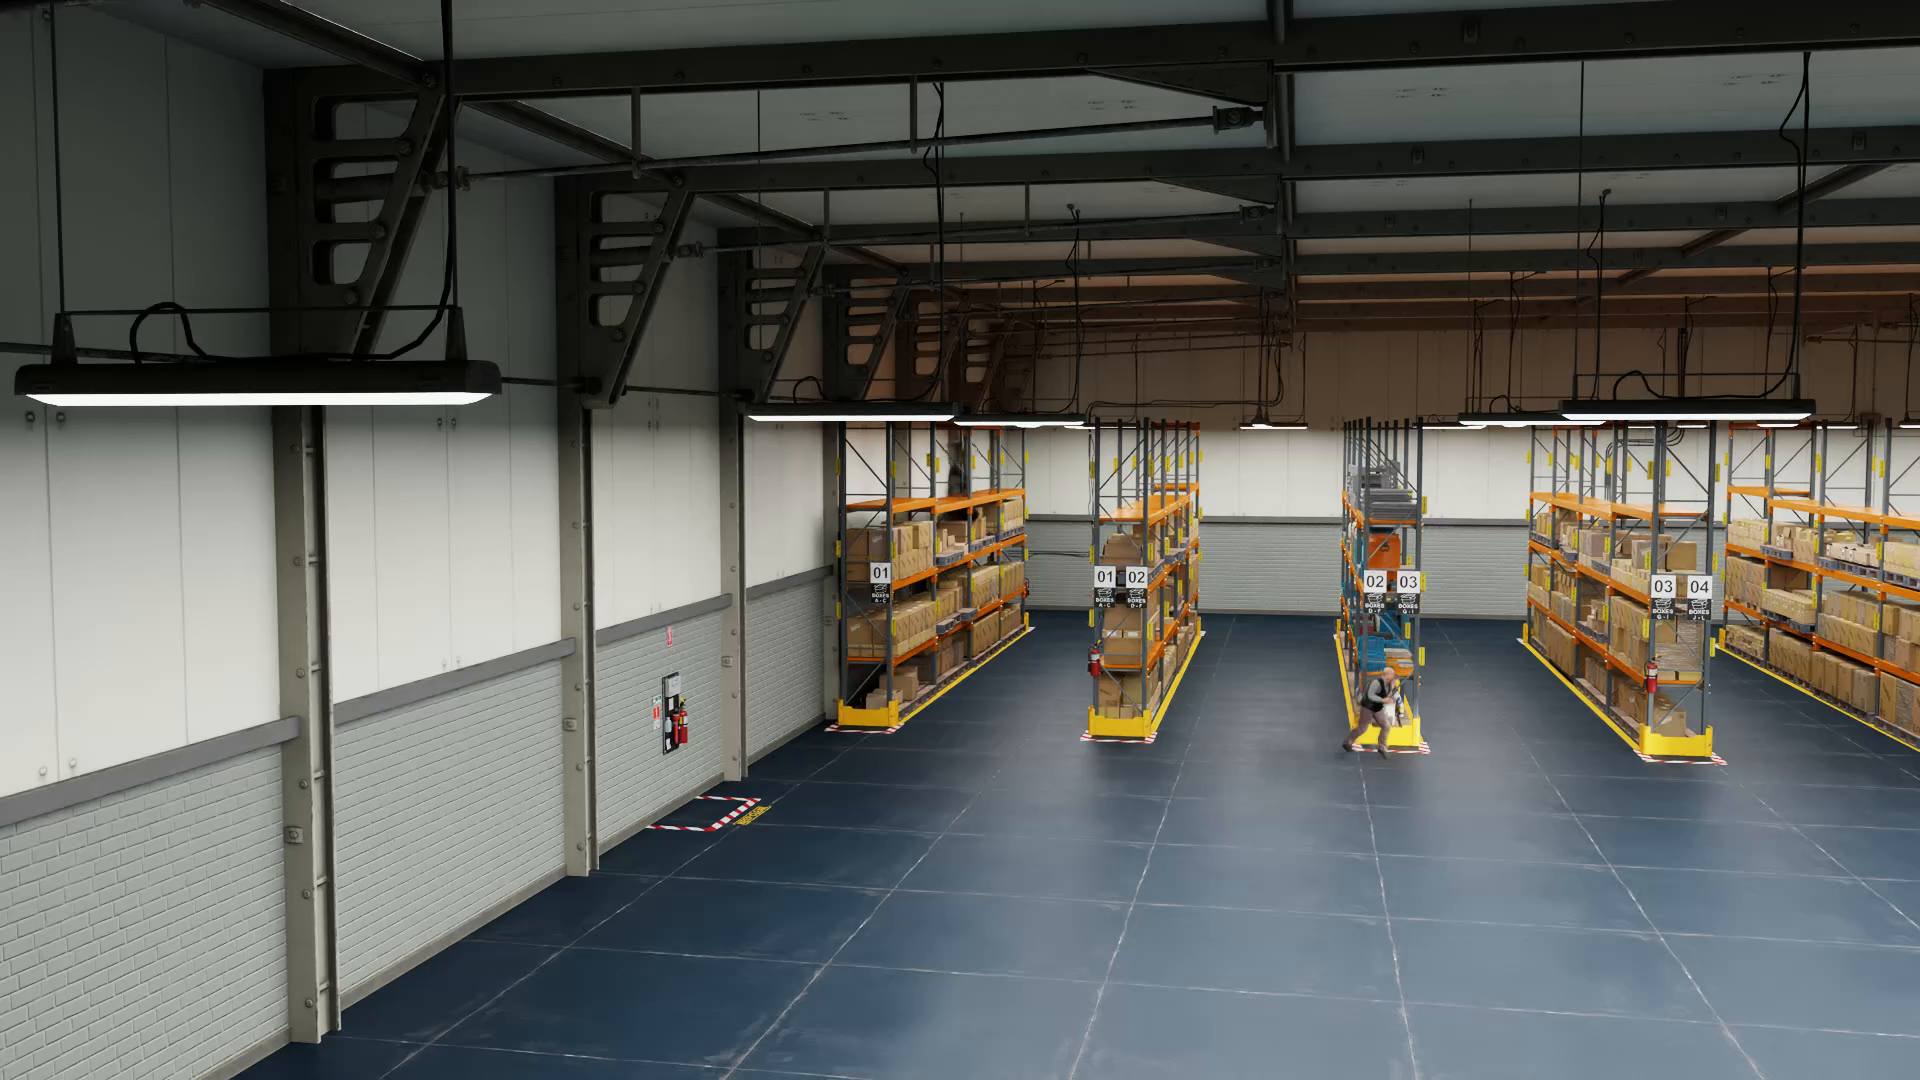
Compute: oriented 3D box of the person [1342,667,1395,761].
[{"bbox_3d":[7.204,3.036,29.266,0.990,1.680,0.701,3,5,41],"label":"person"}]
